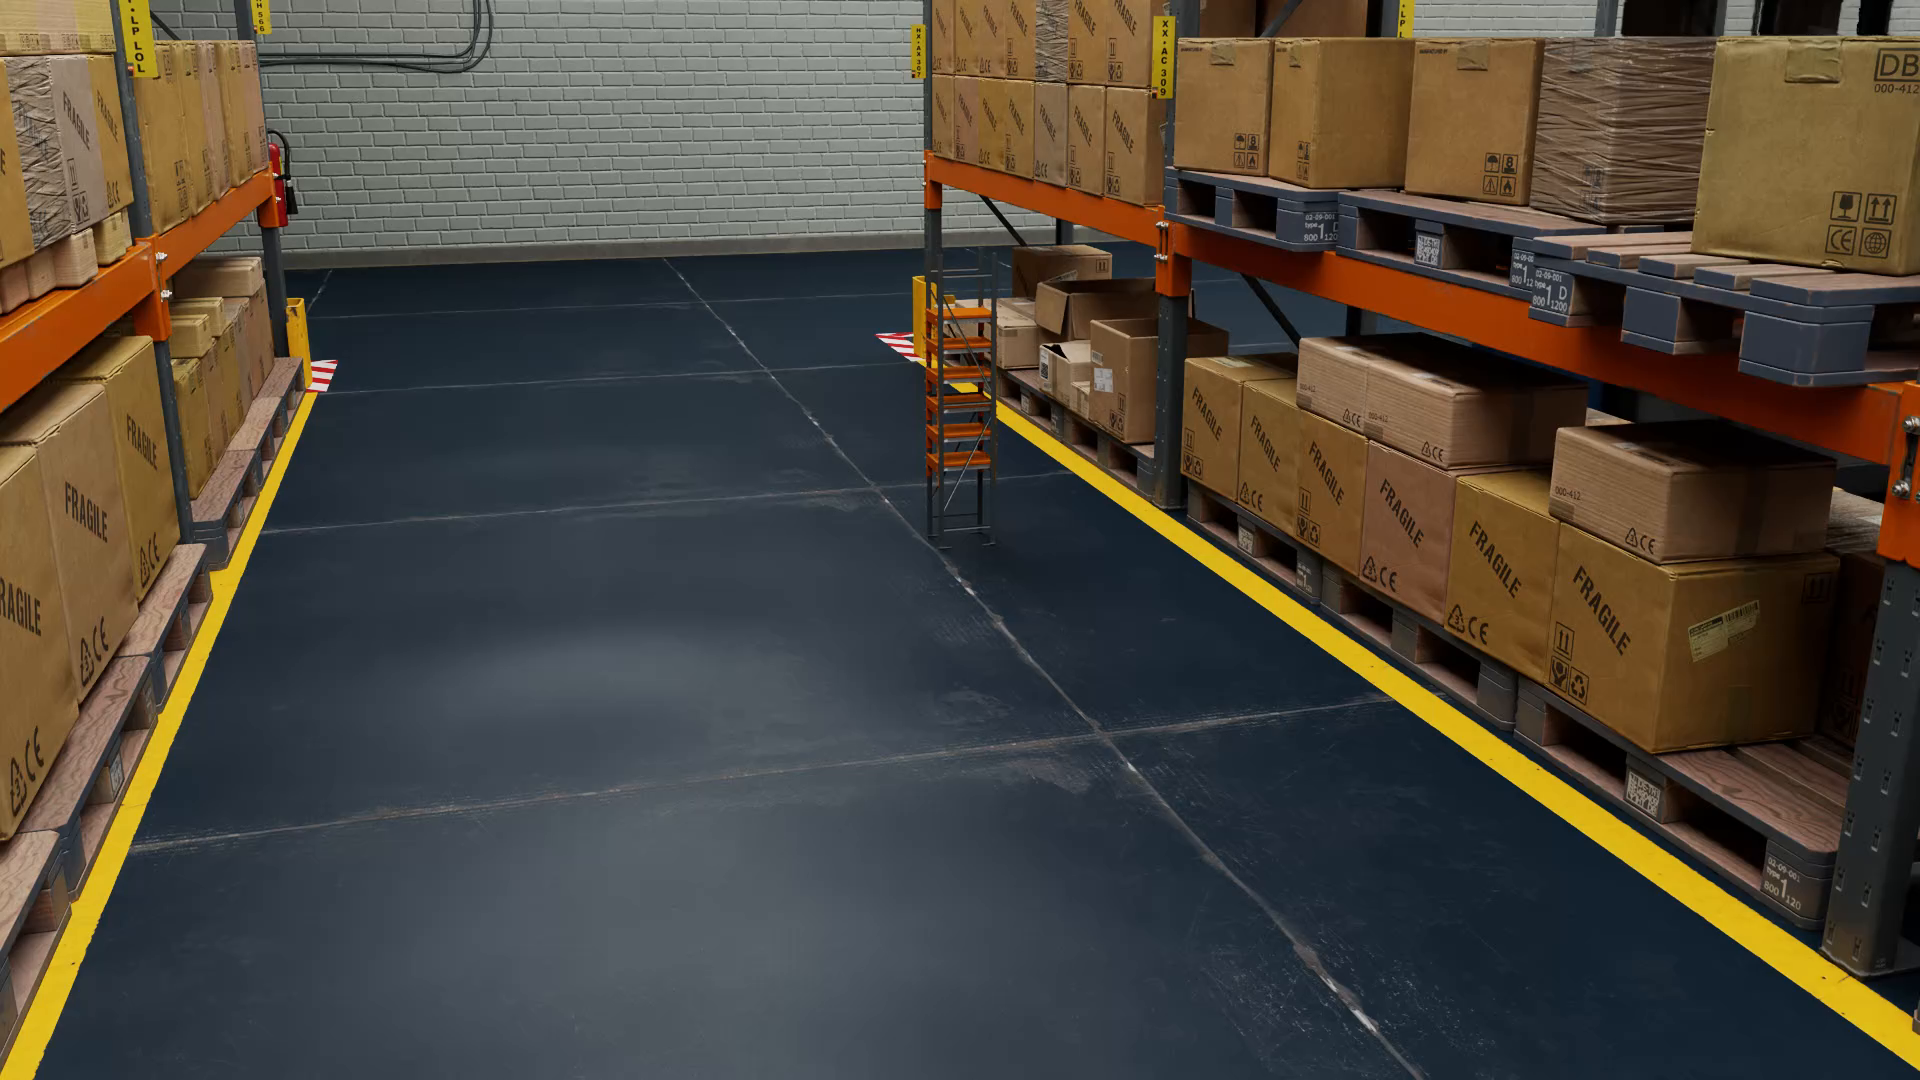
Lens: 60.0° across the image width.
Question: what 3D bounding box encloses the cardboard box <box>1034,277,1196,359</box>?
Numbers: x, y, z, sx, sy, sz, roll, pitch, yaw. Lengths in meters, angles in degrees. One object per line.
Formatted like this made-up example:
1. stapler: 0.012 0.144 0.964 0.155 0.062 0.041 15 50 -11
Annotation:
1. cardboard box: 0.839 -1.153 9.152 0.797 0.503 0.637 -5 17 -15

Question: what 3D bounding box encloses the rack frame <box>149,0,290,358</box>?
1. rack frame: -4.500 -2.333 9.504 1.000 3.000 0.127 -5 17 -15

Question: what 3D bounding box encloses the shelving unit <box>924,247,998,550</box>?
1. shelving unit: 0.004 -0.571 6.766 0.258 1.200 0.189 -5 17 -15

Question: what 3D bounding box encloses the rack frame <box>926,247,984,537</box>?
1. rack frame: -0.021 -0.596 6.850 0.240 1.200 0.006 -5 17 -15

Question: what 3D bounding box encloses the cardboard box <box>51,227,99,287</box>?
1. cardboard box: -2.787 -0.833 4.912 0.380 0.149 0.250 -5 17 -15

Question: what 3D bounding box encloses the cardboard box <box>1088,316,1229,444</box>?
1. cardboard box: 0.931 -0.768 7.874 0.500 0.500 0.500 -5 17 -15

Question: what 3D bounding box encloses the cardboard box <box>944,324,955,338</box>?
1. cardboard box: 0.115 -1.367 10.449 0.380 0.166 0.250 -5 17 -15

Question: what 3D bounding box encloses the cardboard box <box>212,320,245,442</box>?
1. cardboard box: -3.782 -0.727 7.772 0.700 0.500 0.500 -4 17 -14

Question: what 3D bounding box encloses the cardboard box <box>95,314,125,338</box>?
1. cardboard box: -3.879 -0.918 7.283 0.380 0.149 0.250 -5 18 -17

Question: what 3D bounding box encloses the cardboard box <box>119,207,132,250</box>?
1. cardboard box: -3.036 -1.044 5.617 0.380 0.149 0.250 -5 17 -15

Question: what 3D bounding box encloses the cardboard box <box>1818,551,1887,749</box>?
1. cardboard box: 2.610 0.325 4.235 0.500 0.500 0.500 -4 17 -13

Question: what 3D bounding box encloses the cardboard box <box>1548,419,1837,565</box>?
1. cardboard box: 1.958 -0.141 4.483 0.500 0.250 0.500 -4 17 -13

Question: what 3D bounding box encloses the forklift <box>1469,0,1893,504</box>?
1. forklift: 3.468 -1.493 6.827 1.130 2.935 3.031 -6 18 -18

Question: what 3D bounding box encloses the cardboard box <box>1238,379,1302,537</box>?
1. cardboard box: 1.417 -0.333 6.426 0.500 0.500 0.500 -4 17 -14

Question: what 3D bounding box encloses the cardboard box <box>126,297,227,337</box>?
1. cardboard box: -3.570 -1.009 7.586 0.380 0.149 0.250 -5 17 -17

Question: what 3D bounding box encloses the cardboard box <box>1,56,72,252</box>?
1. cardboard box: -2.752 -1.038 4.470 0.500 0.500 0.500 -5 17 -15

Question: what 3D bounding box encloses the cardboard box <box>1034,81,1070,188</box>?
1. cardboard box: 0.690 -2.069 8.453 0.500 0.500 0.500 -4 17 -14

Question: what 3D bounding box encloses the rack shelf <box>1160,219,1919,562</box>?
1. rack shelf: 1.910 -0.721 5.389 1.077 0.370 4.000 -5 17 -15

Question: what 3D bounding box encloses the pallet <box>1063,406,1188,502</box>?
1. pallet: 1.173 -0.473 8.161 1.003 0.211 1.213 -5 17 -15

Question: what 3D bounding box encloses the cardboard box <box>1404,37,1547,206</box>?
1. cardboard box: 1.906 -1.384 5.442 0.700 0.500 0.500 -10 19 -29

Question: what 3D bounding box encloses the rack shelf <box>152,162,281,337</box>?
1. rack shelf: -3.951 -1.435 7.766 1.077 0.370 4.000 -5 17 -15

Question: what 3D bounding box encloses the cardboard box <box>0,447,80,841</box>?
1. cardboard box: -2.612 0.252 3.906 0.750 0.750 0.750 -5 17 -16

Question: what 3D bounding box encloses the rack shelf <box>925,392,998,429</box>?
1. rack shelf: 0.004 -0.528 6.779 0.258 0.103 0.180 -5 17 -15

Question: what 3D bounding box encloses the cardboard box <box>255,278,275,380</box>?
1. cardboard box: -4.212 -1.151 9.185 0.700 0.500 0.500 -5 17 -15

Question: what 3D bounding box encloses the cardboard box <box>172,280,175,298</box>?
1. cardboard box: -4.299 -1.340 8.688 0.380 0.149 0.250 -5 17 -15

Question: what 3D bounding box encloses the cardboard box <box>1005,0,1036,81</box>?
1. cardboard box: 0.554 -2.685 8.766 0.500 0.500 0.500 -5 17 -16

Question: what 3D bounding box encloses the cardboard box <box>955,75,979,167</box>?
1. cardboard box: 0.277 -2.487 9.845 0.500 0.500 0.500 -5 17 -16

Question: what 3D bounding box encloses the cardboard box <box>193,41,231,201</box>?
1. cardboard box: -3.939 -1.924 7.622 0.980 0.700 0.700 -6 18 -18

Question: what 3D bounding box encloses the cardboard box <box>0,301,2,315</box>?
1. cardboard box: -2.667 -0.615 4.188 0.380 0.149 0.250 -4 17 -14

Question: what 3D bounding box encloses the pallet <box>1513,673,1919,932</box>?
1. pallet: 2.291 0.613 4.543 1.003 0.211 1.213 -5 17 -15

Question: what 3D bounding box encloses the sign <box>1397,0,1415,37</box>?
1. sign: 1.893 -2.218 7.110 0.100 0.325 0.005 -5 17 -15

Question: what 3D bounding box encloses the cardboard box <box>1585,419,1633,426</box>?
1. cardboard box: 2.179 -0.102 5.658 0.500 0.500 0.500 -5 18 -17

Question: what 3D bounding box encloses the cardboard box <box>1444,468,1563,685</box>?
1. cardboard box: 1.835 0.091 5.017 0.500 0.500 0.500 -5 18 -17

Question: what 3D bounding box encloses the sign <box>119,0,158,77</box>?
1. sign: -2.882 -1.788 5.817 0.100 0.325 0.005 -5 17 -15

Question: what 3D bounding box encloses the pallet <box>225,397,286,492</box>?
1. pallet: -3.874 -0.445 8.068 1.003 0.211 1.213 -5 17 -15

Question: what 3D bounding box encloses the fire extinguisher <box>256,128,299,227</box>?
1. fire extinguisher: -4.098 -2.195 9.829 0.296 0.674 0.183 -5 17 -15

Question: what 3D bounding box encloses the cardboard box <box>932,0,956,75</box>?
1. cardboard box: 0.130 -3.109 10.175 0.500 0.500 0.500 -4 17 -14

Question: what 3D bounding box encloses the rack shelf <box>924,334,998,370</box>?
1. rack shelf: 0.004 -0.758 6.710 0.258 0.103 0.180 -5 17 -15

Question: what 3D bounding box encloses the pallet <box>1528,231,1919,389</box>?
1. pallet: 2.206 -0.603 4.078 1.213 0.211 1.003 -5 17 -15

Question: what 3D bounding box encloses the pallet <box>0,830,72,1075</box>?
1. pallet: -2.446 0.992 3.284 1.003 0.211 1.213 -5 17 -15

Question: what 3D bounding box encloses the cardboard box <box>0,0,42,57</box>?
1. cardboard box: -2.755 -1.393 4.347 0.500 0.250 0.500 -4 17 -14

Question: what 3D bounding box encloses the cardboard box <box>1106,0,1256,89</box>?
1. cardboard box: 0.973 -2.265 7.367 0.500 0.500 0.500 -5 17 -15

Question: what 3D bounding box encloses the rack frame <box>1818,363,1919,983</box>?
1. rack frame: 2.460 -0.513 3.444 1.000 3.000 0.127 -5 17 -15
